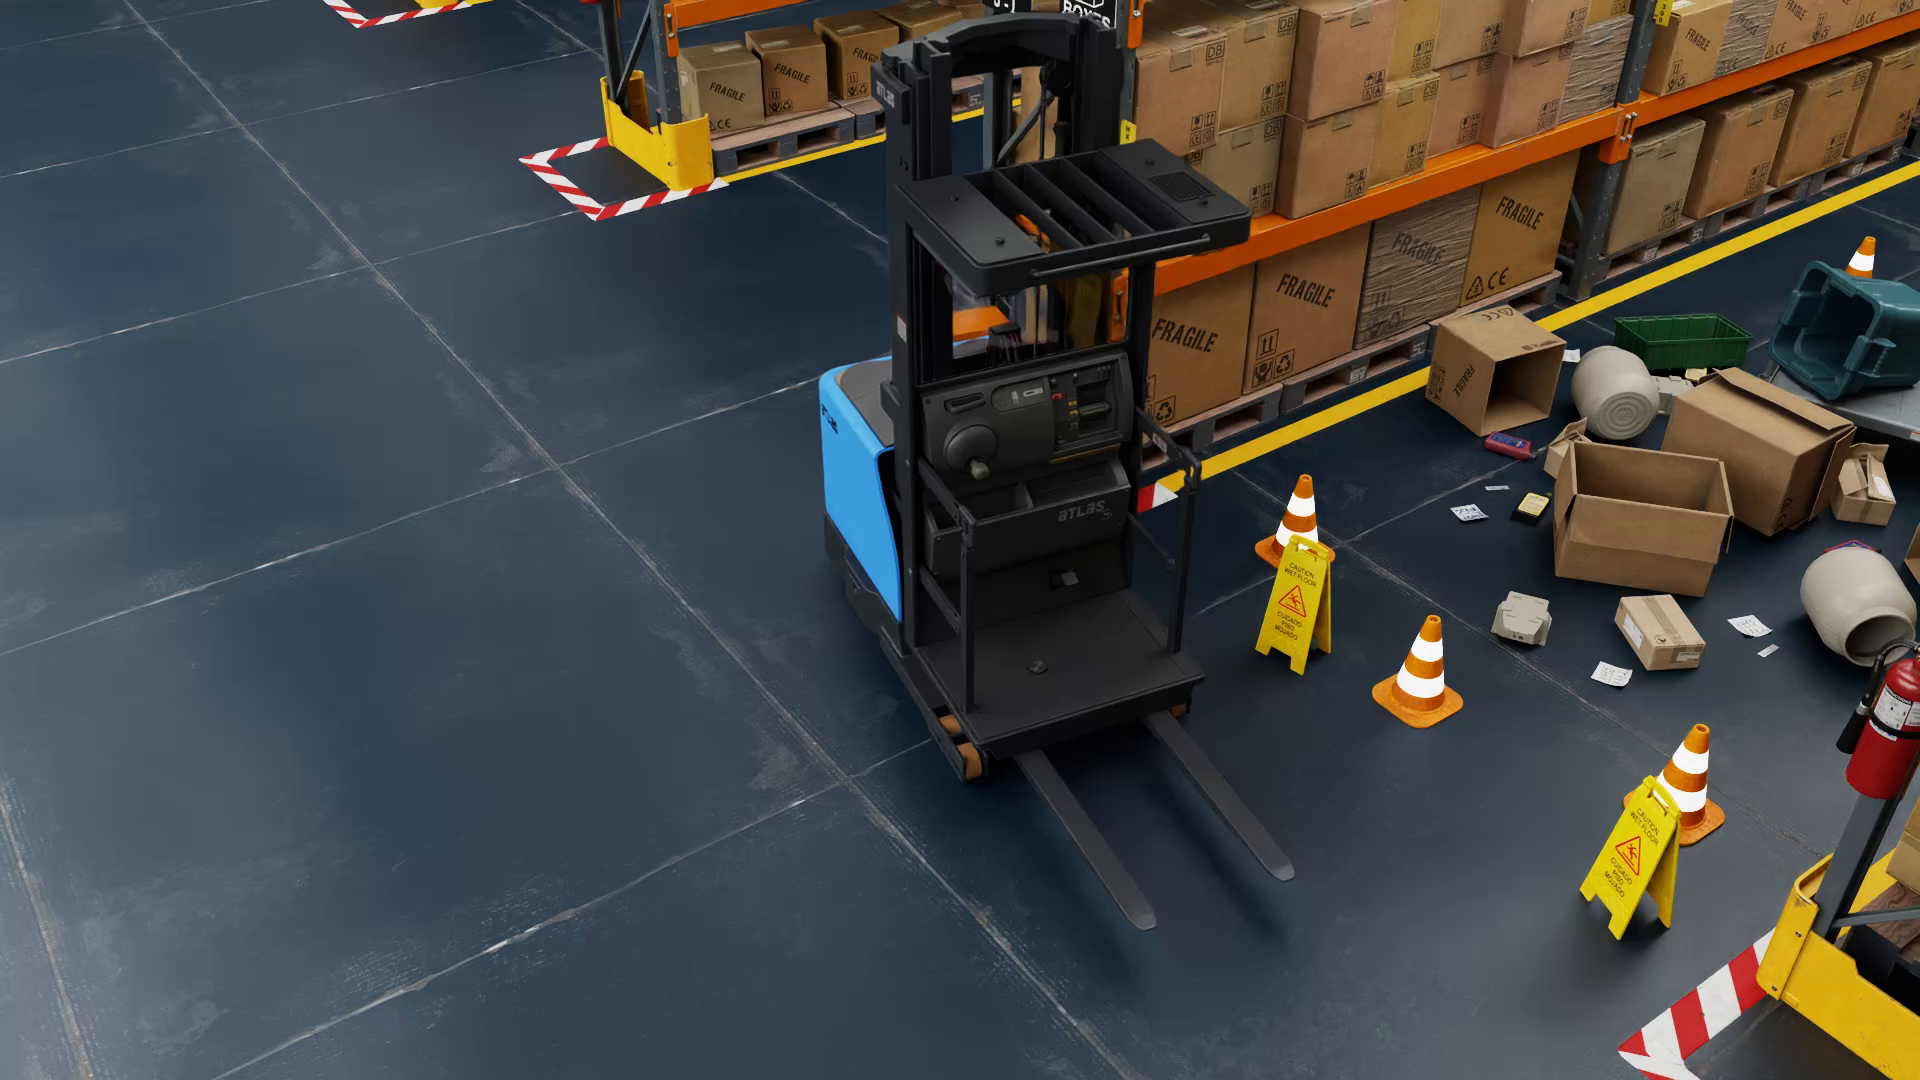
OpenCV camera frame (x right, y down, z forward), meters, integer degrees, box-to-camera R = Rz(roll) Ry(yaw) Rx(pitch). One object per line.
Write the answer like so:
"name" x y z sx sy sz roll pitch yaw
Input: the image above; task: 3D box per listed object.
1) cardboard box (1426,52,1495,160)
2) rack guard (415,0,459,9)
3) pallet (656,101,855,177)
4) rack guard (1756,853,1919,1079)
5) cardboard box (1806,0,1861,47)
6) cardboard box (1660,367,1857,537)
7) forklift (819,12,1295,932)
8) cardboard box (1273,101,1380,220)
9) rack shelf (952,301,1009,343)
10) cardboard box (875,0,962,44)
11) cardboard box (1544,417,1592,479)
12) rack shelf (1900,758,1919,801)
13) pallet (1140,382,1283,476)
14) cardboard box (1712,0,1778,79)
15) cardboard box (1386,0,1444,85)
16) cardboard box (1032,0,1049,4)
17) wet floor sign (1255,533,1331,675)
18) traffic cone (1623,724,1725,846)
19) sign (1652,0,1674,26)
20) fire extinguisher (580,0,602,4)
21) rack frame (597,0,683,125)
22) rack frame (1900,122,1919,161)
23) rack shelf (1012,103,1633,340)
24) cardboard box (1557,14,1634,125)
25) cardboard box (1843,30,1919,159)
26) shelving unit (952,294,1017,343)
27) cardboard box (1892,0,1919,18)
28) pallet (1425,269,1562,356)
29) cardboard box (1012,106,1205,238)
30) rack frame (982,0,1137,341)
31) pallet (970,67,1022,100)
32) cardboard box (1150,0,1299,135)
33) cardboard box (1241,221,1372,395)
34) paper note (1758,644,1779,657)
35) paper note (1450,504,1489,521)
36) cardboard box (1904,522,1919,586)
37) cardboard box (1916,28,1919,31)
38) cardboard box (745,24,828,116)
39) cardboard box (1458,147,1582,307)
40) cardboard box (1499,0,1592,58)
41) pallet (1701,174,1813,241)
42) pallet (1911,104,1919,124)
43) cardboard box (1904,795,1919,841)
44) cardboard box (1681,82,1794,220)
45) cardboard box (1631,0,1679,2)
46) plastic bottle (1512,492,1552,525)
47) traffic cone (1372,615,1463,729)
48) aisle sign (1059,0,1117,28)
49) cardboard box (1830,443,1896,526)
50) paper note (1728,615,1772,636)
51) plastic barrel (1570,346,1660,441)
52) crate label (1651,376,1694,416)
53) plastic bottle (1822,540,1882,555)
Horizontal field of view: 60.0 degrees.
"cardboard box" 2.481 -2.603 9.485 0.550 0.550 0.875 -22 41 -28
"rack guard" -5.141 -5.446 15.707 0.348 0.500 1.175 -22 41 -28
"pallet" -1.576 -3.199 12.830 1.213 0.211 1.003 -22 41 -28
"rack guard" 3.448 1.670 5.813 0.348 0.500 1.175 -22 41 -28
"cardboard box" 5.544 -3.590 10.900 0.500 0.500 0.500 -22 41 -27
"cardboard box" 4.123 -0.478 8.681 0.503 0.637 0.797 -22 41 -28
"forklift" 0.375 -0.445 6.672 1.130 2.935 3.031 -14 38 -19
"cardboard box" 1.696 -2.179 8.895 0.550 0.550 0.875 -22 41 -28
"rack shelf" 0.002 -1.031 8.292 0.480 0.148 0.258 -13 37 -17
"cardboard box" -0.329 -3.992 13.326 0.500 0.500 0.500 -26 43 -32
"cardboard box" 3.378 -0.426 8.928 0.258 0.266 0.396 -15 38 -20
"rack shelf" 5.021 0.300 6.193 4.000 0.370 1.077 -22 41 -28
"pallet" 1.061 -0.822 9.525 1.213 0.211 1.003 -22 41 -28
"cardboard box" 4.719 -3.252 10.431 0.500 0.500 0.500 -22 41 -28
"cardboard box" 2.068 -2.846 8.898 0.500 0.550 0.875 -22 41 -28
"cardboard box" 0.597 -4.434 13.941 0.500 0.500 0.500 -24 42 -29
"wet floor sign" 1.569 0.263 7.645 0.267 0.644 0.232 30 45 35
"traffic cone" 2.995 0.951 6.845 0.334 0.463 0.336 -22 41 -28
"sign" 4.043 -3.112 9.512 0.005 0.325 0.100 -22 41 -28
"fire extinguisher" -2.682 -4.199 11.899 0.183 0.674 0.296 -22 41 -28
"rack frame" -2.323 -4.049 11.624 0.127 3.000 1.000 -22 41 -28
"rack frame" 6.991 -4.338 12.027 0.127 3.000 1.000 -22 41 -28
"rack shelf" 2.087 -2.028 9.430 4.000 0.370 1.077 -22 41 -28
"cardboard box" 3.427 -2.924 9.932 0.550 0.550 0.875 -22 41 -28
"cardboard box" 6.442 -3.434 12.336 0.750 0.750 1.050 -23 42 -28
"shelving unit" 0.004 -0.708 8.515 0.503 1.200 0.258 -13 37 -17
"cardboard box" 6.369 -3.932 11.376 0.500 0.500 0.500 -22 41 -28
"pallet" 3.055 -1.642 10.666 1.213 0.211 1.003 -22 41 -28
"cardboard box" 0.729 -1.855 8.445 0.550 0.550 0.875 -22 41 -28
"rack frame" 0.452 -1.648 8.285 0.127 3.000 1.000 -22 41 -28
"pallet" 0.418 -4.019 13.971 1.213 0.211 1.003 -22 41 -28
"cardboard box" 1.174 -2.482 8.392 0.550 0.550 0.875 -22 41 -28
"cardboard box" 1.686 -1.512 9.557 0.875 0.875 0.875 -23 42 -29
"paper note" 3.808 0.521 7.830 0.123 0.001 0.032 -22 41 -28
"paper note" 2.678 -0.145 8.740 0.142 0.017 0.144 -9 37 -12
"cardboard box" 4.996 0.060 8.049 0.500 0.500 0.500 3 36 4
"cardboard box" 7.399 -4.154 12.909 0.500 0.250 0.500 -23 42 -29
"cardboard box" -1.334 -3.624 12.814 0.500 0.500 0.500 -12 37 -16
"cardboard box" 3.167 -2.123 10.406 0.875 0.875 0.875 -22 41 -27
"cardboard box" 3.018 -3.144 9.313 0.550 0.550 0.875 -22 41 -28
"pallet" 5.307 -2.569 11.955 1.213 0.211 1.003 -22 41 -28
"pallet" 7.631 -3.468 13.205 1.213 0.211 1.003 -22 41 -28
"cardboard box" 3.891 0.928 6.057 0.500 0.500 0.500 -22 41 -28
"cardboard box" 4.968 -2.825 11.489 0.750 0.750 1.050 -22 41 -28
"cardboard box" 4.124 -3.609 10.071 0.500 0.500 0.700 -23 42 -29
"plastic bottle" 3.024 -0.183 8.766 0.133 0.061 0.283 22 41 28
"traffic cone" 2.077 0.535 7.423 0.334 0.463 0.336 -22 41 -28
"aisle sign" 0.567 -2.536 7.294 0.004 0.787 0.394 -22 41 -28
"cardboard box" 4.754 -0.305 8.760 0.258 0.266 0.396 9 37 12
"paper note" 3.793 0.409 7.979 0.142 0.019 0.148 -9 37 -12
"plastic barrel" 3.678 -0.833 9.360 0.421 0.421 0.512 3 36 4
"crate label" 4.098 -0.841 9.616 0.298 0.136 0.250 9 37 12
"plastic bottle" 4.521 0.067 8.417 0.283 0.061 0.133 -15 38 -20
